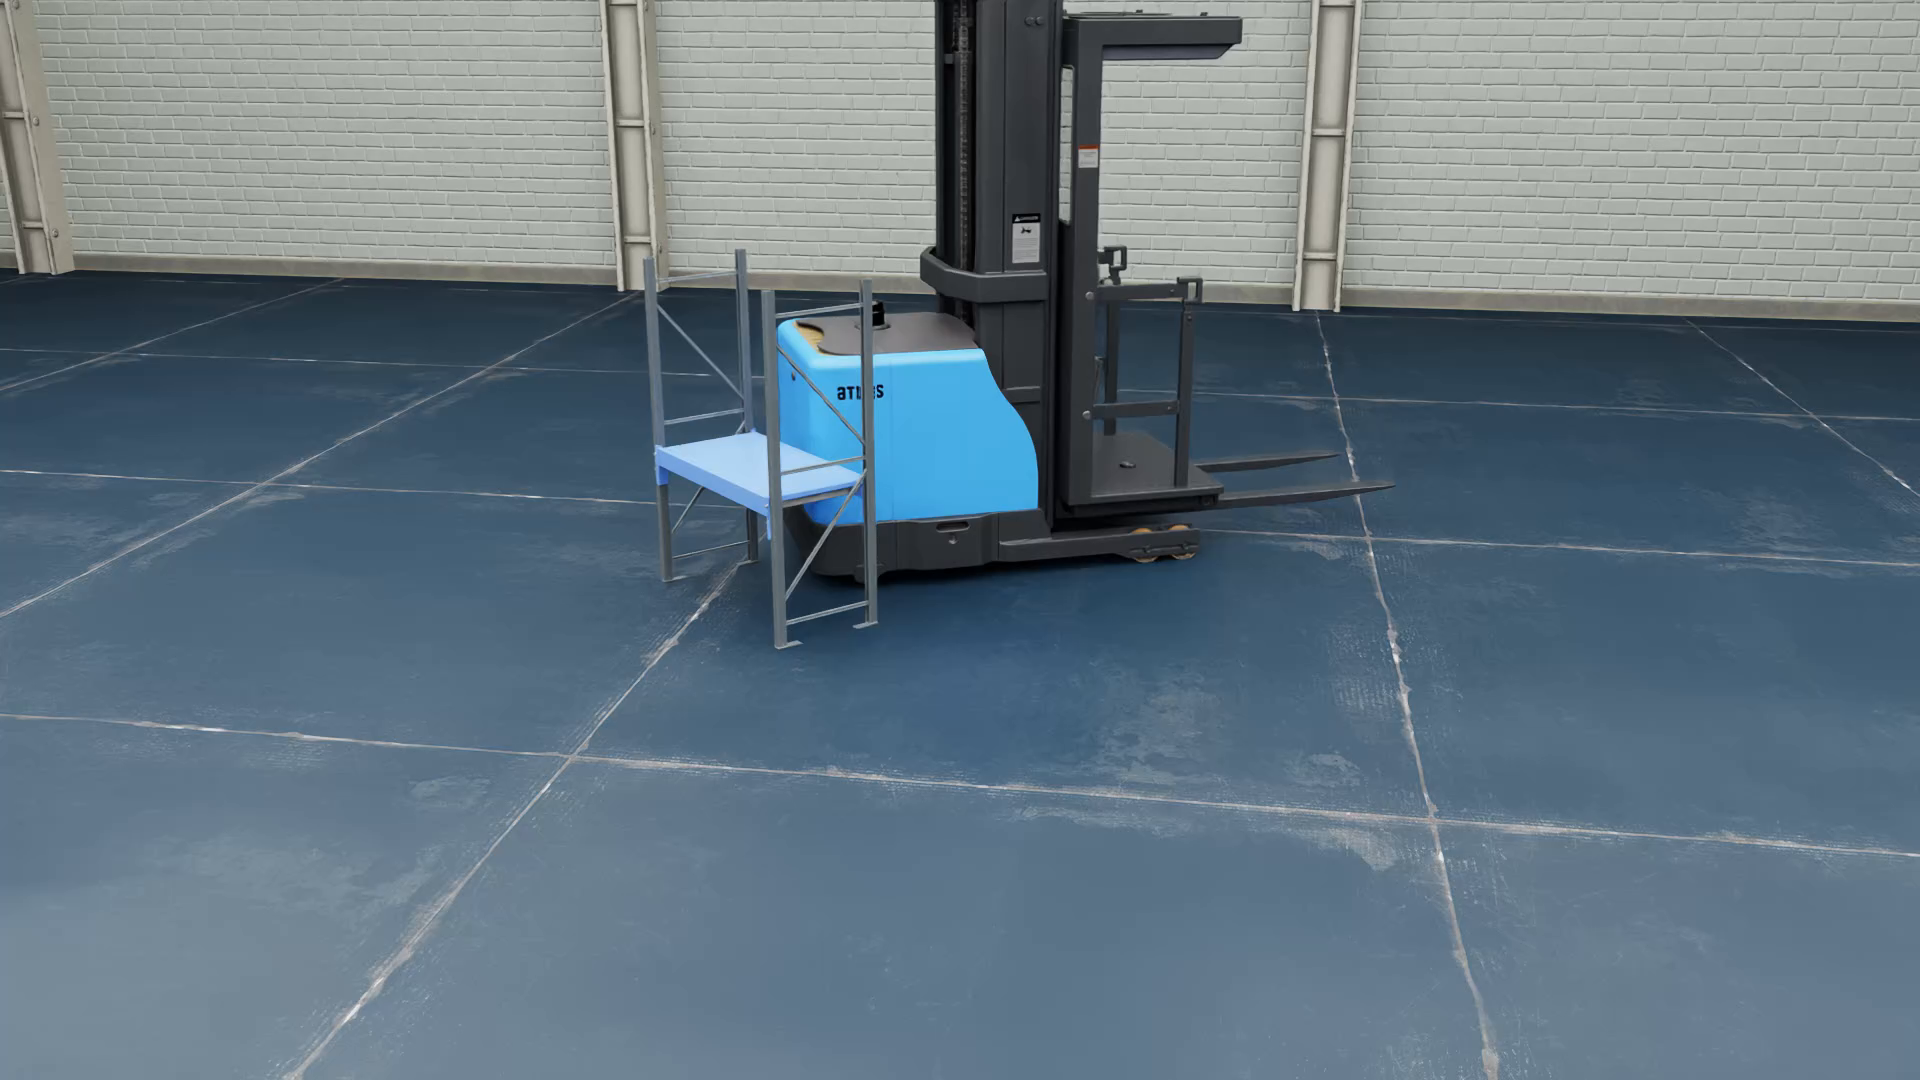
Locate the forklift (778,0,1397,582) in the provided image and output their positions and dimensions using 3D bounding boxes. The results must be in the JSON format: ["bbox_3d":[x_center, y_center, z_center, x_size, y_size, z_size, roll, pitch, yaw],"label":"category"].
[{"bbox_3d":[0.668,-1.435,7.972,3.031,2.935,1.130,-5,19,-14],"label":"forklift"}]

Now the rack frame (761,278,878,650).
[{"bbox_3d":[-0.566,-0.303,6.846,0.500,1.500,0.032,-13,23,-35],"label":"rack frame"}]

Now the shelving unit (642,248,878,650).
[{"bbox_3d":[-0.871,-0.432,7.231,0.538,1.500,1.048,-13,23,-35],"label":"shelving unit"}]

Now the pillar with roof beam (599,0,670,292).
[{"bbox_3d":[-3.560,-5.210,9.692,0.400,9.000,9.100,3,19,9],"label":"pillar with roof beam"}]

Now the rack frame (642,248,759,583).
[{"bbox_3d":[-1.176,-0.561,7.617,0.500,1.500,0.032,-13,23,-35],"label":"rack frame"}]

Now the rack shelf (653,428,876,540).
[{"bbox_3d":[-0.871,-0.262,7.288,0.538,0.185,1.000,-13,23,-35],"label":"rack shelf"}]

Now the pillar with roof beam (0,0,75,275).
[{"bbox_3d":[-9.484,-5.512,10.594,0.400,9.000,9.100,3,19,9],"label":"pillar with roof beam"}]

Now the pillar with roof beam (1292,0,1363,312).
[{"bbox_3d":[2.364,-4.908,8.789,0.400,9.000,9.100,3,19,9],"label":"pillar with roof beam"}]
